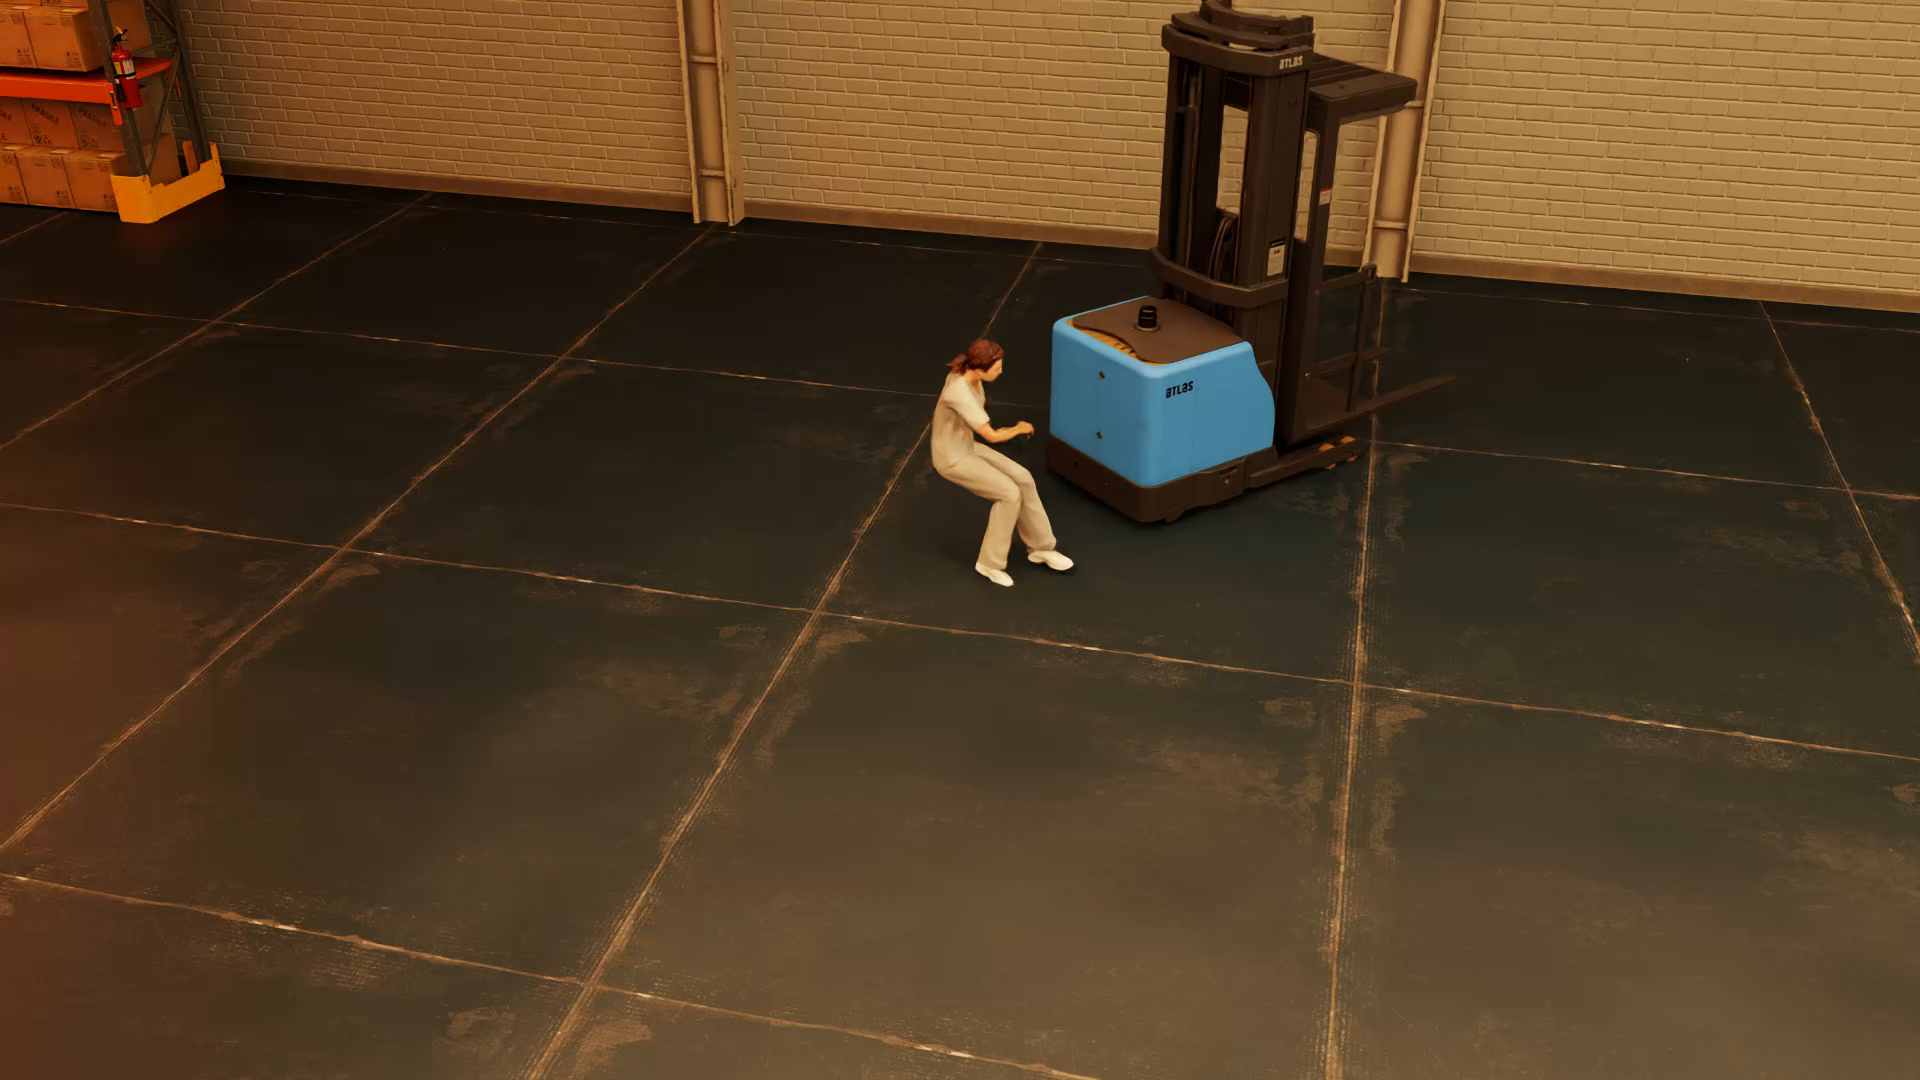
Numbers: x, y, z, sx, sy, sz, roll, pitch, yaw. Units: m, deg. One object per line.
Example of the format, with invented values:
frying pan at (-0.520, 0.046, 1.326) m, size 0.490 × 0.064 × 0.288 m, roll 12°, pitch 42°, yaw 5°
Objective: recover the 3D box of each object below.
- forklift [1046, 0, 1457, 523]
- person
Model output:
forklift at (2.066, -1.936, 10.587) m, size 3.031 × 2.935 × 1.130 m, roll -19°, pitch 35°, yaw -30°
person at (0.267, -0.514, 9.702) m, size 0.874 × 1.445 × 0.827 m, roll 5°, pitch 30°, yaw 8°
